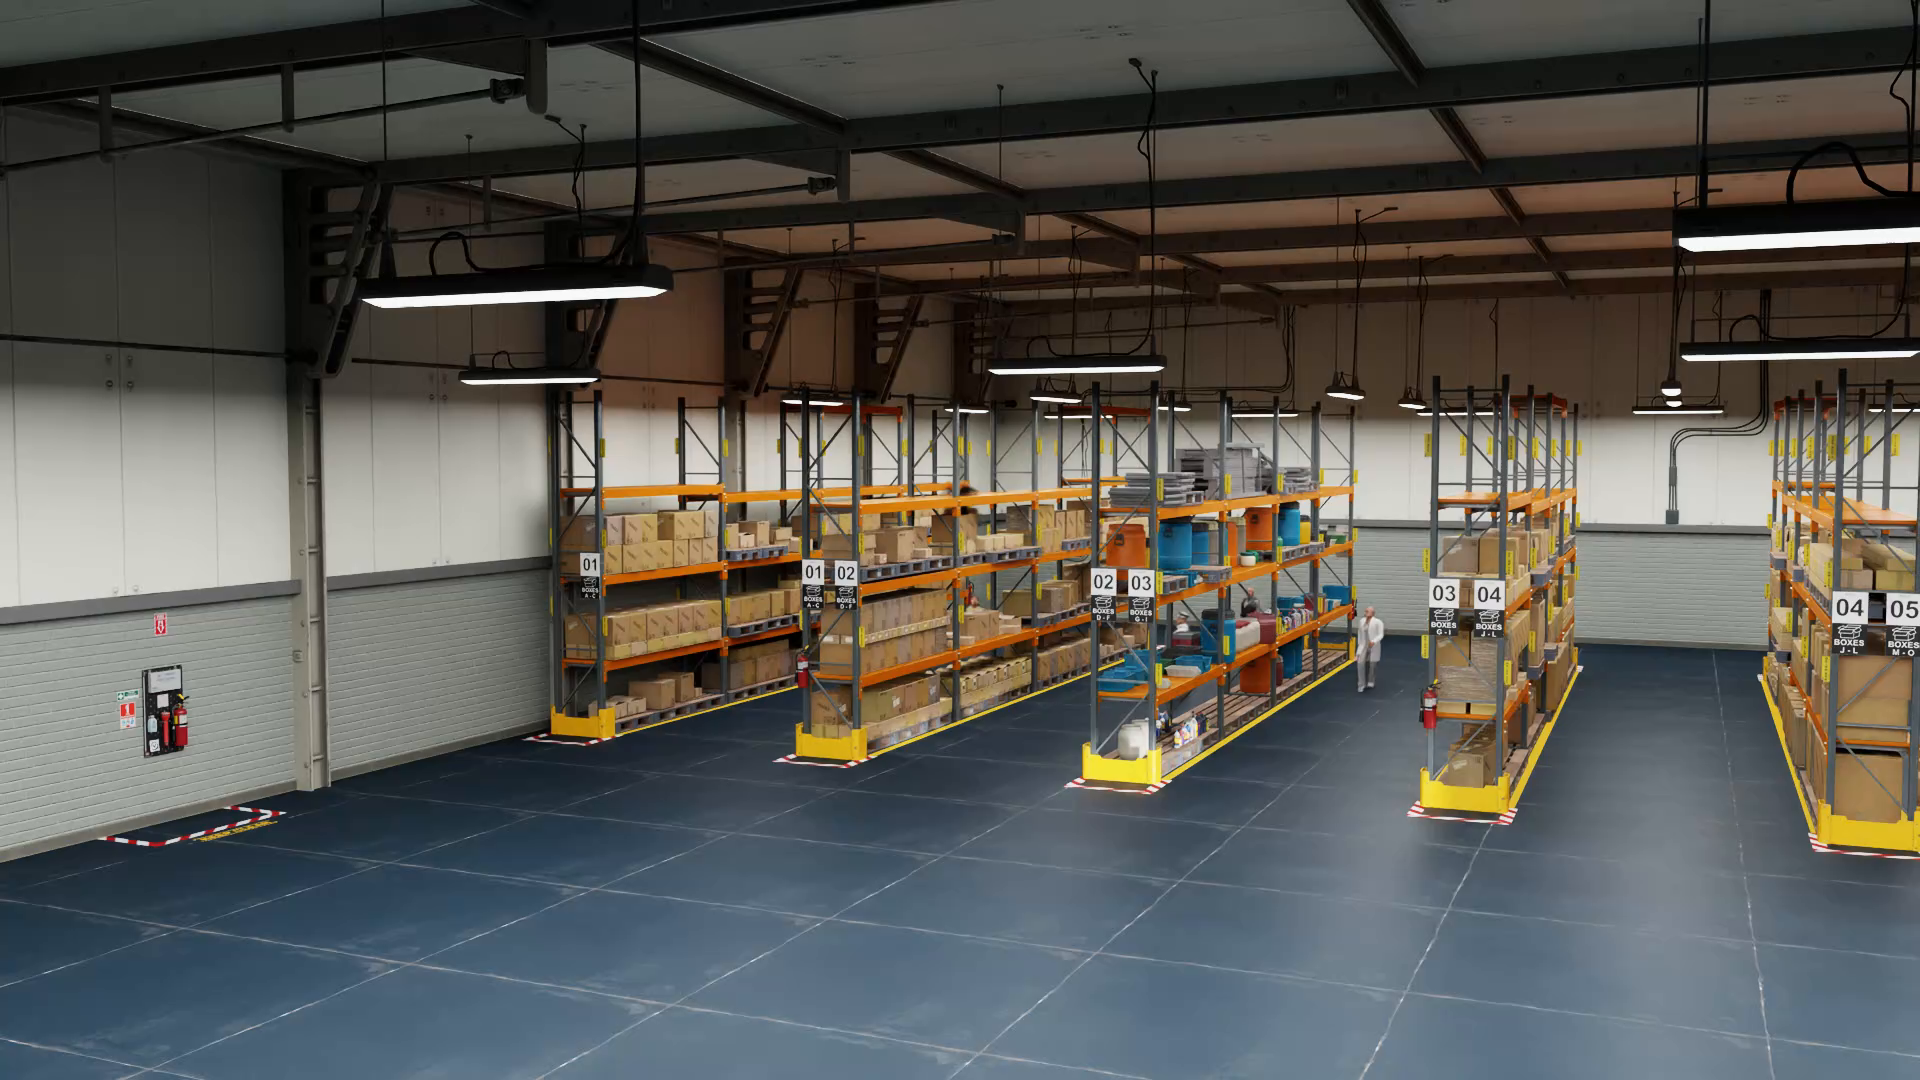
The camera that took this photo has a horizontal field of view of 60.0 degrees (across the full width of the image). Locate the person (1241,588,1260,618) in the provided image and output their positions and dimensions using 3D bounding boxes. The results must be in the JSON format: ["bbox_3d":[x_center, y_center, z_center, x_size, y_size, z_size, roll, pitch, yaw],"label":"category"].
[{"bbox_3d":[6.901,1.977,39.696,0.600,1.679,0.985,3,4,45],"label":"person"}]

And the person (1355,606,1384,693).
[{"bbox_3d":[8.481,2.279,34.389,0.583,1.804,0.937,1,3,24],"label":"person"}]

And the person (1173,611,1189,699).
[{"bbox_3d":[4.345,2.317,33.257,0.476,1.816,0.620,1,3,15],"label":"person"}]

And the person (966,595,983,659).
[{"bbox_3d":[0.321,2.077,38.244,0.464,1.624,0.978,1,3,18],"label":"person"}]
